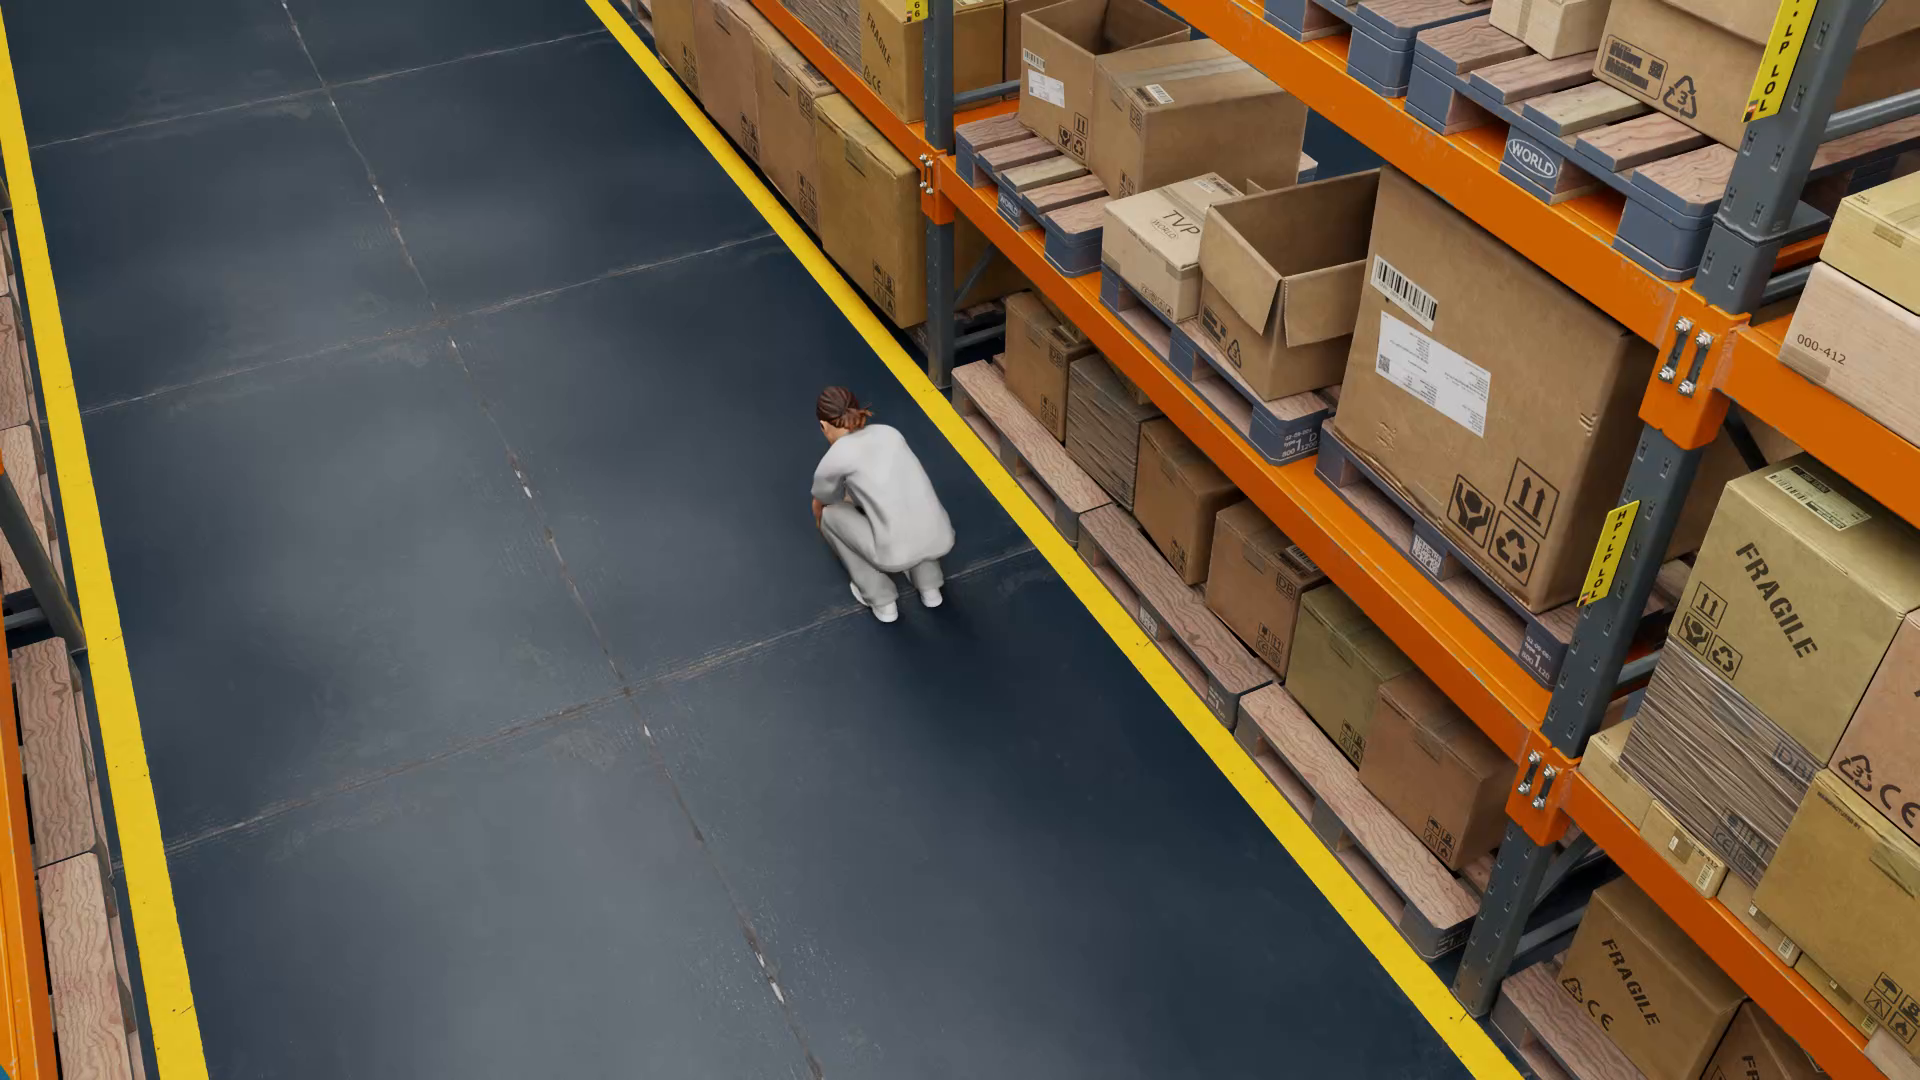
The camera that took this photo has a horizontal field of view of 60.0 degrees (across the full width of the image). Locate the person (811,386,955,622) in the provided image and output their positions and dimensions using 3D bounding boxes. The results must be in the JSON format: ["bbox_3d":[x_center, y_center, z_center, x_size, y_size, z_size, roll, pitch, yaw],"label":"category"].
[{"bbox_3d":[-0.337,-0.148,6.967,0.483,0.834,0.801,-19,45,-20],"label":"person"}]
